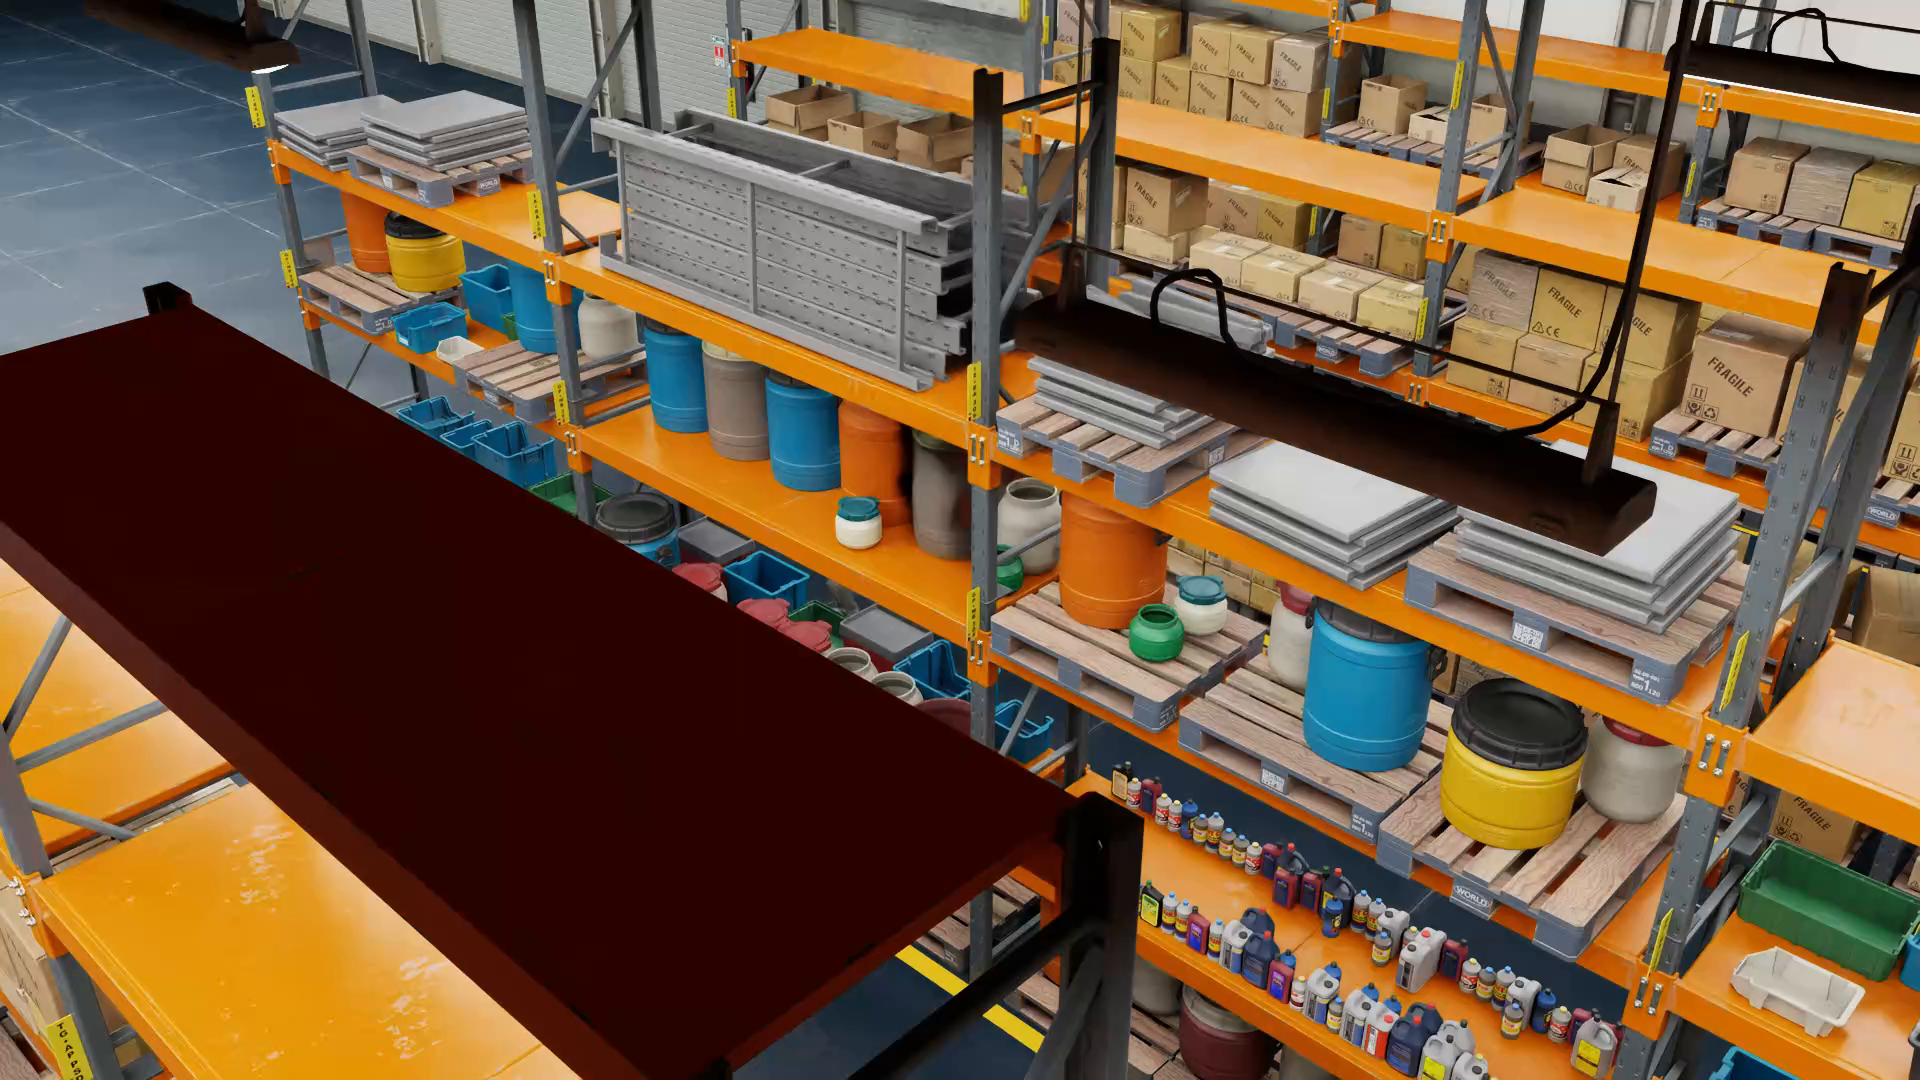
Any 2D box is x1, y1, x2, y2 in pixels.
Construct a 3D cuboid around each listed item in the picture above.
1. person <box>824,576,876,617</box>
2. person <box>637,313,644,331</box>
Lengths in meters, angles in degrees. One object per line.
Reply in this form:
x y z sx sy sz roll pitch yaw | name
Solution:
-0.915 -0.023 14.537 0.625 1.732 0.664 13 32 22 | person
-3.514 -2.875 19.581 0.724 1.813 0.702 -10 31 -16 | person
